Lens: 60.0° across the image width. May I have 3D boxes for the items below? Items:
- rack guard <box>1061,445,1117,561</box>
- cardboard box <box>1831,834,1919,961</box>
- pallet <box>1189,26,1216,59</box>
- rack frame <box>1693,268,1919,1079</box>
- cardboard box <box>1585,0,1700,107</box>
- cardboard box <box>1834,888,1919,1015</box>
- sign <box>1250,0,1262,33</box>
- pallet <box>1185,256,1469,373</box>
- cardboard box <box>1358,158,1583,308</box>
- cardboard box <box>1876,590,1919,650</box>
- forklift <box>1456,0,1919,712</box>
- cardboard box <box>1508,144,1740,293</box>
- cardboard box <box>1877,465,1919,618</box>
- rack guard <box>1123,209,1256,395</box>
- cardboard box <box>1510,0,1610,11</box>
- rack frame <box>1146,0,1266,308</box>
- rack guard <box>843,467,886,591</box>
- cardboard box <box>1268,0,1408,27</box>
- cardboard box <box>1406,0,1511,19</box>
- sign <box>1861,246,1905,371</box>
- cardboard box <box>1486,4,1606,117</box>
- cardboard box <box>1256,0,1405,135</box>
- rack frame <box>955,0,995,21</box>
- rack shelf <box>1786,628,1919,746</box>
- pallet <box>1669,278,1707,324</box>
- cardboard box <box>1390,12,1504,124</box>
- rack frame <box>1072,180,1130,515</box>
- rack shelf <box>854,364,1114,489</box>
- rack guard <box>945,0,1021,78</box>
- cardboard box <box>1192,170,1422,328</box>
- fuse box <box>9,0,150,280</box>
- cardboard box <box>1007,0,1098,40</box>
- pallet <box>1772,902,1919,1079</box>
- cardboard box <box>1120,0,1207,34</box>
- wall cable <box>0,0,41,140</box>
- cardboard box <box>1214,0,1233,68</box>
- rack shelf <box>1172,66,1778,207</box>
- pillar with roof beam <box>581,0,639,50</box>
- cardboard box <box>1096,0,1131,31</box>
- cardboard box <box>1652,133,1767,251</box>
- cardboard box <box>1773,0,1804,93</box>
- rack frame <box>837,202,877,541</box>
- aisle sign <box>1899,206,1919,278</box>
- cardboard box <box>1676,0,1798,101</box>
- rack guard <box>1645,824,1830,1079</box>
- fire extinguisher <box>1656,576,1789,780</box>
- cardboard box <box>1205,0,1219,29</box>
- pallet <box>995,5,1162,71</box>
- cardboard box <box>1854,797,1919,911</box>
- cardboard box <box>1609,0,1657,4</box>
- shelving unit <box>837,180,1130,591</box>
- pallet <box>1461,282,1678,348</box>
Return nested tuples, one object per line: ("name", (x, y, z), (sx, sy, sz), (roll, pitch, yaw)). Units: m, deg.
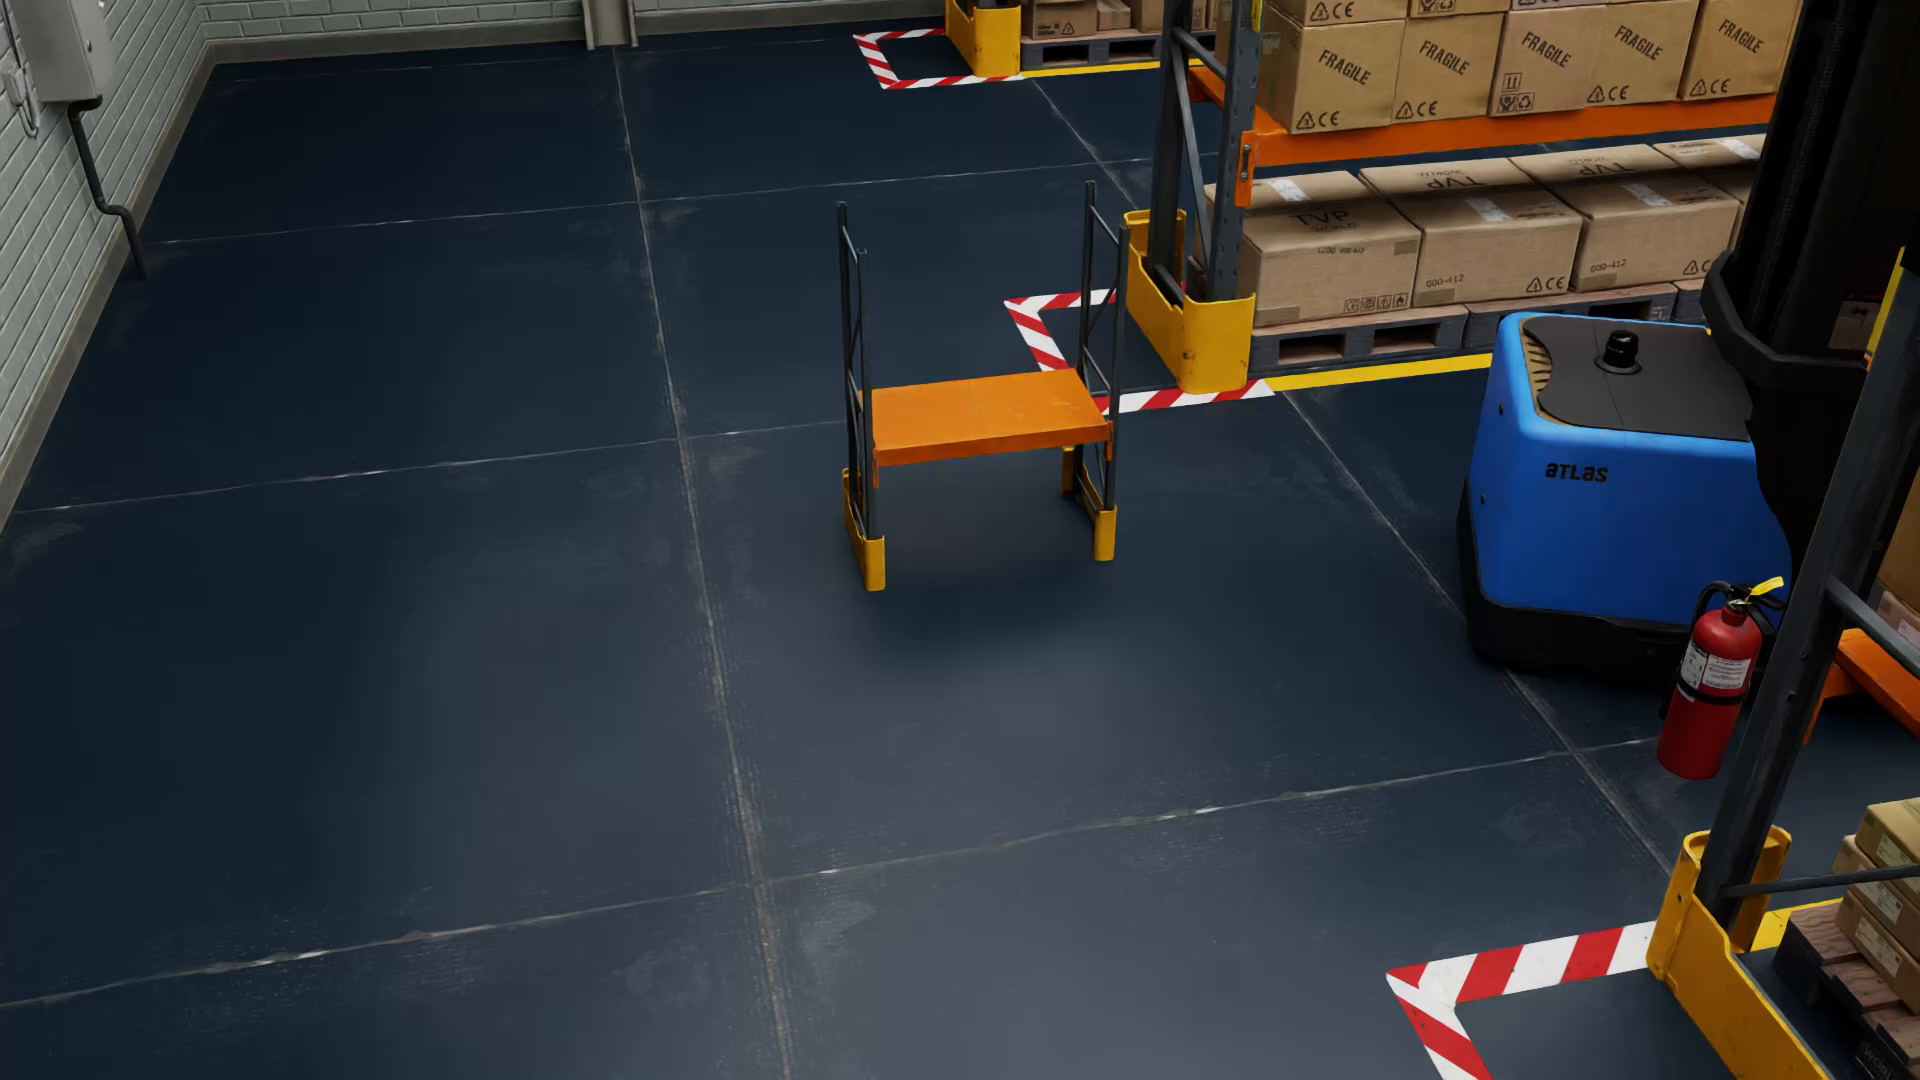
("rack guard", (0.560, -0.174, 7.286), (0.087, 0.250, 0.587), (-7, 35, -11))
("cardboard box", (2.831, 1.037, 4.928), (0.250, 0.149, 0.380), (-8, 35, -12))
("pallet", (2.129, -4.102, 13.174), (1.213, 0.211, 1.003), (-7, 35, -11))
("rack frame", (2.379, 0.371, 4.005), (0.127, 3.000, 1.000), (-7, 35, -11))
("cardboard box", (3.192, -2.452, 8.123), (0.500, 0.500, 0.500), (-6, 34, -9))
("cardboard box", (2.847, 1.202, 4.948), (0.250, 0.149, 0.380), (-7, 34, -10))
("sign", (1.305, -2.397, 7.282), (0.005, 0.325, 0.100), (-7, 35, -11))
("pallet", (1.951, -1.290, 8.983), (1.213, 0.211, 1.003), (-7, 35, -11))
("cardboard box", (2.701, -1.670, 8.969), (0.875, 0.438, 0.875), (-6, 34, -9))
("cardboard box", (2.635, 0.281, 4.364), (0.250, 0.149, 0.380), (-7, 35, -10))
("forklift", (3.568, -0.843, 5.876), (3.031, 2.935, 1.130), (6, 34, 9))
("cardboard box", (3.581, -1.780, 9.133), (0.875, 0.438, 0.875), (-8, 35, -12))
("cardboard box", (2.761, 0.011, 4.185), (0.500, 0.500, 0.500), (-6, 34, -10))
("rack guard", (1.165, -1.266, 8.688), (0.348, 0.500, 1.175), (-7, 35, -11))
("cardboard box", (2.722, -2.803, 7.748), (0.500, 0.500, 0.500), (-7, 35, -11))
("rack frame", (1.189, -2.307, 7.996), (0.127, 3.000, 1.000), (-7, 35, -11))
("rack guard", (-0.411, -0.052, 7.103), (0.087, 0.250, 0.587), (-7, 35, -11))
("cardboard box", (1.720, -2.668, 7.547), (0.500, 0.500, 0.500), (-8, 35, -12))
("cardboard box", (2.222, -2.735, 7.647), (0.500, 0.500, 0.500), (-8, 35, -12))
("sign", (2.276, -0.545, 4.048), (0.005, 0.325, 0.100), (-7, 35, -11))
("cardboard box", (2.708, -2.382, 8.017), (0.500, 0.500, 0.500), (-7, 35, -11))
("cardboard box", (1.720, -2.252, 7.824), (0.500, 0.500, 0.500), (-7, 35, -11))
("rack frame", (0.090, -5.004, 12.015), (0.127, 3.000, 1.000), (-7, 35, -11))
("rack shelf", (4.330, 0.424, 4.572), (4.000, 0.370, 1.077), (-7, 35, -11))
("pallet", (4.331, -1.590, 9.430), (1.213, 0.211, 1.003), (-7, 35, -11))
("cardboard box", (2.207, -2.329, 7.939), (0.500, 0.500, 0.500), (-8, 35, -11))
("rack frame", (0.579, -0.696, 6.941), (0.032, 1.500, 0.500), (-7, 35, -11))
("rack shelf", (0.083, -0.484, 6.948), (1.000, 0.185, 0.538), (-7, 35, -11))
("rack guard", (0.164, -3.976, 12.726), (0.348, 0.500, 1.175), (-7, 35, -11))
("cardboard box", (1.810, -1.553, 8.795), (0.875, 0.438, 0.875), (-8, 35, -12))
("fuse box", (-4.627, -2.226, 9.031), (0.414, 1.711, 0.539), (-7, 35, -11))
("cardboard box", (0.708, -4.166, 12.629), (0.637, 0.503, 0.797), (-9, 35, -12))
("pallet", (3.254, 1.439, 4.917), (1.213, 0.211, 1.003), (-7, 35, -11))
("cardboard box", (1.550, -4.248, 12.755), (0.500, 0.500, 0.700), (-6, 34, -9))
("wall cable", (-4.630, -2.792, 7.808), (0.122, 1.984, 0.588), (-7, 35, -11))
("cardboard box", (1.601, -2.552, 8.271), (0.500, 0.500, 0.500), (-7, 34, -10))
("rack shelf", (3.139, -2.254, 8.563), (4.000, 0.370, 1.077), (-7, 35, -11))
("pillar with roof beam", (-1.789, -5.314, 7.093), (0.400, 9.000, 9.100), (-7, 35, -11))
("cardboard box", (1.131, -4.050, 12.774), (0.250, 0.149, 0.380), (-9, 35, -12))
("cardboard box", (4.454, -1.890, 9.298), (0.875, 0.438, 0.875), (-8, 35, -11))
("cardboard box", (4.194, -2.578, 8.310), (0.500, 0.500, 0.500), (-8, 35, -12))
("rack frame", (-0.413, -0.571, 6.755), (0.032, 1.500, 0.500), (-7, 35, -11))
("aisle sign", (2.242, -0.863, 3.511), (0.004, 0.787, 0.394), (-7, 35, -11))
("cardboard box", (3.706, -2.508, 8.206), (0.500, 0.500, 0.500), (-8, 35, -11))
("rack guard", (2.453, 1.399, 4.716), (0.348, 0.500, 1.175), (-7, 35, -11))
("fire extinguisher", (2.032, 0.338, 4.459), (0.183, 0.674, 0.296), (-7, 35, -11))
("cardboard box", (2.088, -4.259, 12.771), (0.500, 0.500, 0.500), (-7, 34, -10))
("pallet", (0.942, -3.954, 12.953), (1.213, 0.211, 1.003), (-7, 35, -11))
("cardboard box", (2.840, 0.930, 4.819), (0.250, 0.149, 0.380), (-7, 34, -10))
("cardboard box", (3.209, -2.865, 7.840), (0.500, 0.500, 0.500), (-7, 35, -10))
("shelving unit", (0.074, -0.632, 6.846), (1.083, 1.500, 0.587), (-7, 35, -11))
("pallet", (3.139, -1.438, 9.203), (1.213, 0.211, 1.003), (-7, 35, -11))
